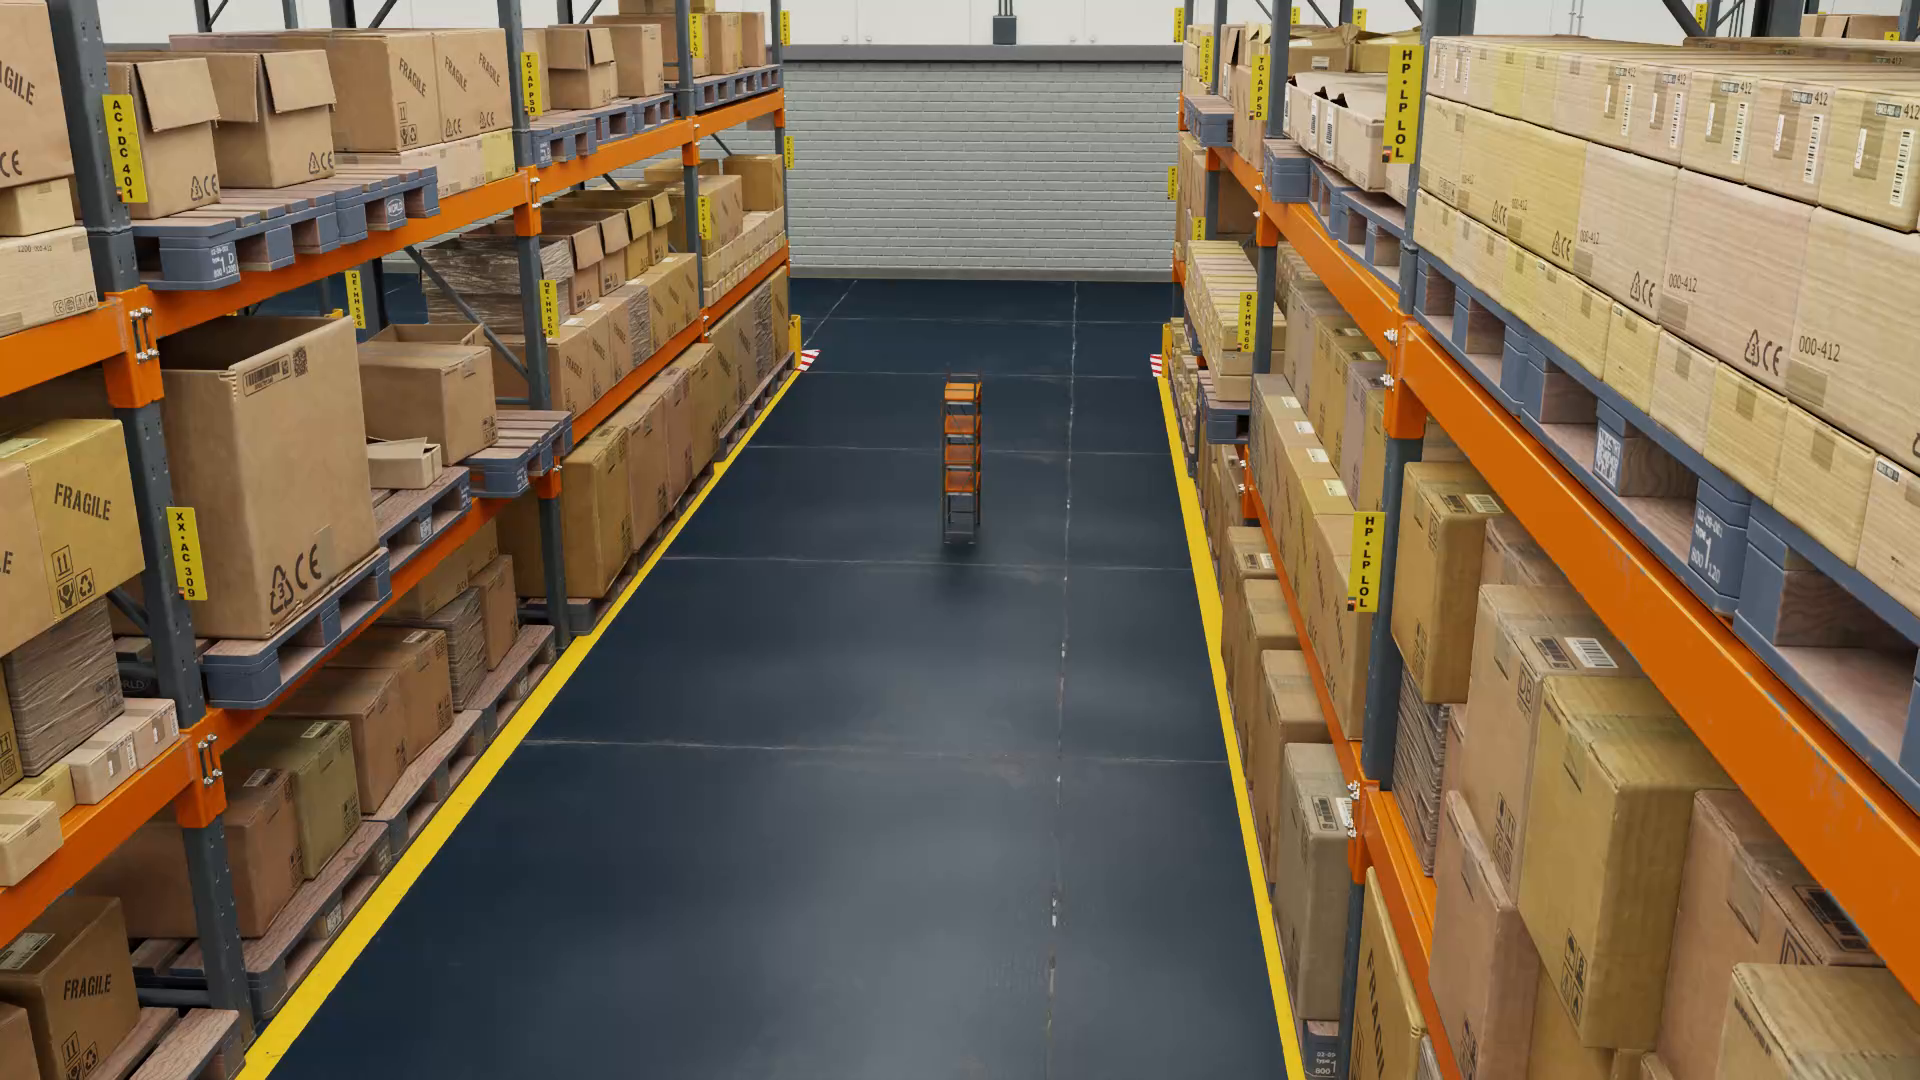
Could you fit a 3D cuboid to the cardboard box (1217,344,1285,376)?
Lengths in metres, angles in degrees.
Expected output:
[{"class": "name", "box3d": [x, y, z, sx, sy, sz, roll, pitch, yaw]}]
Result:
[{"class": "cardboard box", "box3d": [1.673, -1.036, 9.520, 0.380, 0.149, 0.250, 2, 18, 5]}]

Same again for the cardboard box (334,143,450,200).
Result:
[{"class": "cardboard box", "box3d": [-2.698, -1.684, 7.669, 0.500, 0.250, 0.500, 2, 18, 5]}]

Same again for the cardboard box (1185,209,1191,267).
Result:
[{"class": "cardboard box", "box3d": [2.207, -2.555, 14.264, 0.500, 0.500, 0.500, 1, 18, 4]}]

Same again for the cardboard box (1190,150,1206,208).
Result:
[{"class": "cardboard box", "box3d": [2.225, -3.029, 14.105, 0.500, 0.500, 0.500, 2, 18, 5]}]

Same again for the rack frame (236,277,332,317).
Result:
[{"class": "rack frame", "box3d": [-7.215, -3.388, 17.447, 1.000, 3.000, 0.127, 1, 18, 4]}]

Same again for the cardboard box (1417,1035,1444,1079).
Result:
[{"class": "cardboard box", "box3d": [1.629, 1.875, 4.121, 0.875, 0.875, 0.875, 1, 18, 4]}]

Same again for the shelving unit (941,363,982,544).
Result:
[{"class": "shelving unit", "box3d": [0.012, -0.622, 11.893, 0.258, 1.200, 0.503, 1, 18, 4]}]

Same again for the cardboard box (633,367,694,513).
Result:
[{"class": "cardboard box", "box3d": [-2.651, -0.749, 12.128, 1.225, 0.875, 0.875, 1, 18, 2]}]

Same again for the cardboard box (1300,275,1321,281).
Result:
[{"class": "cardboard box", "box3d": [2.432, -1.639, 10.881, 0.380, 0.149, 0.250, 1, 18, 3]}]

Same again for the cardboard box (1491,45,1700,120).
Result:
[{"class": "cardboard box", "box3d": [1.386, -0.999, 3.624, 0.380, 0.149, 0.250, 1, 18, 3]}]

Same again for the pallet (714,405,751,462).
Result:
[{"class": "pallet", "box3d": [-2.429, -0.945, 14.468, 1.003, 0.211, 1.213, 1, 18, 4]}]

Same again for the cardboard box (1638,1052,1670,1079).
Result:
[{"class": "cardboard box", "box3d": [1.683, 1.304, 2.887, 0.875, 0.550, 0.550, 1, 18, 4]}]

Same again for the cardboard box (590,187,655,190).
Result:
[{"class": "cardboard box", "box3d": [-2.795, -2.611, 13.632, 0.500, 0.500, 0.500, 2, 18, 5]}]

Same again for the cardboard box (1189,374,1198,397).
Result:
[{"class": "cardboard box", "box3d": [2.134, -1.295, 14.006, 0.380, 0.149, 0.250, 1, 18, 3]}]

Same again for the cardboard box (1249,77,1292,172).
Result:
[{"class": "cardboard box", "box3d": [1.879, -2.307, 9.169, 0.500, 0.500, 0.500, 1, 18, 4]}]

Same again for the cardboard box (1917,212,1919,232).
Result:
[{"class": "cardboard box", "box3d": [1.242, -0.368, 1.699, 0.380, 0.149, 0.250, 2, 18, 5]}]

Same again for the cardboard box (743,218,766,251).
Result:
[{"class": "cardboard box", "box3d": [-2.118, -2.876, 15.646, 0.500, 0.250, 0.500, 1, 18, 2]}]

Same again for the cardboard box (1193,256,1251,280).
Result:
[{"class": "cardboard box", "box3d": [1.836, -1.901, 11.679, 0.380, 0.149, 0.250, 1, 18, 3]}]

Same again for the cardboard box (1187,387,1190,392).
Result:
[{"class": "cardboard box", "box3d": [2.227, -1.269, 14.881, 0.380, 0.149, 0.250, 2, 18, 5]}]

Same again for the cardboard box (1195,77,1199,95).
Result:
[{"class": "cardboard box", "box3d": [2.228, -3.719, 13.878, 0.500, 0.250, 0.500, 1, 18, 3]}]

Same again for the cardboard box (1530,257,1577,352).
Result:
[{"class": "cardboard box", "box3d": [1.350, -0.461, 3.264, 0.380, 0.149, 0.250, 1, 18, 4]}]

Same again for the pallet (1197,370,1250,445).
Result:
[{"class": "pallet", "box3d": [2.037, -0.784, 9.806, 1.213, 0.211, 1.003, 1, 18, 4]}]

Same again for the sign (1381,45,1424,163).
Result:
[{"class": "sign", "box3d": [1.263, -1.239, 4.733, 0.100, 0.325, 0.005, 1, 18, 4]}]

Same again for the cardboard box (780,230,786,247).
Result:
[{"class": "cardboard box", "box3d": [-1.972, -3.041, 16.789, 0.380, 0.149, 0.250, 2, 18, 5]}]

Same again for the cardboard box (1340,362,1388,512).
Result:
[{"class": "cardboard box", "box3d": [1.906, -0.403, 6.568, 0.700, 0.500, 0.500, 1, 18, 4]}]

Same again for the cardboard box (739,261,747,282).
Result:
[{"class": "cardboard box", "box3d": [-2.116, -2.403, 14.843, 0.380, 0.149, 0.250, 1, 18, 5]}]

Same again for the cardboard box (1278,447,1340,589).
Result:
[{"class": "cardboard box", "box3d": [1.682, -0.096, 7.238, 0.500, 0.500, 0.500, 1, 18, 3]}]

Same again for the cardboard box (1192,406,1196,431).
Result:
[{"class": "cardboard box", "box3d": [2.084, -0.985, 13.537, 0.380, 0.149, 0.250, 2, 18, 5]}]

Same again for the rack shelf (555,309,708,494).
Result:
[{"class": "rack shelf", "box3d": [-2.705, -1.073, 11.534, 1.077, 0.370, 4.000, 1, 18, 4]}]

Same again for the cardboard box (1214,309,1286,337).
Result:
[{"class": "cardboard box", "box3d": [1.690, -1.254, 9.708, 0.380, 0.149, 0.250, 1, 18, 3]}]

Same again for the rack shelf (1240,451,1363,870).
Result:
[{"class": "rack shelf", "box3d": [1.948, 0.312, 7.309, 1.077, 0.370, 4.000, 1, 18, 4]}]

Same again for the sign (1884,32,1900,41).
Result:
[{"class": "sign", "box3d": [6.769, -3.535, 12.119, 0.100, 0.325, 0.005, 1, 18, 4]}]

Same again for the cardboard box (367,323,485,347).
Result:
[{"class": "cardboard box", "box3d": [-2.847, -0.872, 8.931, 0.500, 0.500, 0.500, -1, 18, -3]}]

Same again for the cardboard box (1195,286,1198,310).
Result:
[{"class": "cardboard box", "box3d": [1.822, -1.678, 11.477, 0.380, 0.149, 0.250, 2, 18, 6]}]

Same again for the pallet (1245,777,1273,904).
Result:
[{"class": "pallet", "box3d": [1.870, 1.295, 7.632, 1.003, 0.211, 1.213, 1, 18, 4]}]

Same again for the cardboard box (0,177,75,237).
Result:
[{"class": "cardboard box", "box3d": [-2.870, -0.987, 4.902, 0.380, 0.149, 0.250, 2, 18, 6]}]

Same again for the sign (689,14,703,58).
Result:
[{"class": "sign", "box3d": [-2.020, -3.847, 12.694, 0.100, 0.325, 0.005, 1, 18, 4]}]

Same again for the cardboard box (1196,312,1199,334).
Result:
[{"class": "cardboard box", "box3d": [1.803, -1.456, 11.278, 0.380, 0.149, 0.250, 1, 18, 3]}]

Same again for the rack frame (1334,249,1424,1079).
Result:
[{"class": "rack frame", "box3d": [1.805, 0.591, 5.302, 1.000, 3.000, 0.127, 1, 18, 4]}]

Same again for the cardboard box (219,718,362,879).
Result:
[{"class": "cardboard box", "box3d": [-3.017, 1.090, 7.087, 0.700, 0.500, 0.500, 1, 18, 4]}]

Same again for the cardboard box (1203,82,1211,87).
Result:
[{"class": "cardboard box", "box3d": [2.158, -3.634, 12.818, 0.500, 0.250, 0.500, 0, 18, 1]}]

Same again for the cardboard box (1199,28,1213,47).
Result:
[{"class": "cardboard box", "box3d": [2.195, -4.180, 13.843, 0.380, 0.149, 0.250, 1, 18, 4]}]

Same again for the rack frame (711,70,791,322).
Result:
[{"class": "rack frame", "box3d": [-2.275, -3.278, 17.109, 1.000, 3.000, 0.127, 1, 18, 4]}]

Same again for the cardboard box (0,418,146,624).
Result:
[{"class": "cardboard box", "box3d": [-2.893, -0.069, 5.072, 0.500, 0.500, 0.500, 1, 18, 4]}]

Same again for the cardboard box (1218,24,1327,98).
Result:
[{"class": "cardboard box", "box3d": [2.242, -3.451, 11.985, 0.700, 0.500, 0.500, 1, 18, 4]}]

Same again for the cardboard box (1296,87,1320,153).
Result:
[{"class": "cardboard box", "box3d": [1.785, -1.877, 7.422, 0.500, 0.250, 0.500, 2, 18, 5]}]

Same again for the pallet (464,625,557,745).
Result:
[{"class": "pallet", "box3d": [-2.906, 0.775, 9.220, 1.003, 0.211, 1.213, 1, 18, 4]}]

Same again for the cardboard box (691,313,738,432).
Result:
[{"class": "cardboard box", "box3d": [-2.434, -1.429, 14.204, 0.875, 0.875, 0.875, 1, 18, 4]}]

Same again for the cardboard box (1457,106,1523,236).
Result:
[{"class": "cardboard box", "box3d": [1.456, -0.849, 3.808, 0.500, 0.250, 0.500, 1, 18, 3]}]

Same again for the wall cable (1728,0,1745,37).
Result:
[{"class": "wall cable", "box3d": [11.262, -7.607, 20.626, 2.988, 3.039, 0.133, 1, 18, 4]}]

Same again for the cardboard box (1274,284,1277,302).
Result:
[{"class": "cardboard box", "box3d": [2.547, -1.846, 12.468, 0.380, 0.149, 0.250, 1, 18, 3]}]

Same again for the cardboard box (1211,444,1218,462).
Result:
[{"class": "cardboard box", "box3d": [1.985, -0.714, 11.421, 0.500, 0.250, 0.500, 2, 18, 6]}]

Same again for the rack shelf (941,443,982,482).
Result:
[{"class": "rack shelf", "box3d": [0.012, -0.558, 11.914, 0.258, 0.148, 0.480, 1, 18, 4]}]

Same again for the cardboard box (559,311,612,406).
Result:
[{"class": "cardboard box", "box3d": [-2.507, -1.146, 10.442, 0.500, 0.500, 0.500, 1, 18, 2]}]

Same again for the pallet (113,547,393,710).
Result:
[{"class": "pallet", "box3d": [-2.935, 0.306, 6.480, 1.003, 0.211, 1.213, 1, 18, 4]}]
